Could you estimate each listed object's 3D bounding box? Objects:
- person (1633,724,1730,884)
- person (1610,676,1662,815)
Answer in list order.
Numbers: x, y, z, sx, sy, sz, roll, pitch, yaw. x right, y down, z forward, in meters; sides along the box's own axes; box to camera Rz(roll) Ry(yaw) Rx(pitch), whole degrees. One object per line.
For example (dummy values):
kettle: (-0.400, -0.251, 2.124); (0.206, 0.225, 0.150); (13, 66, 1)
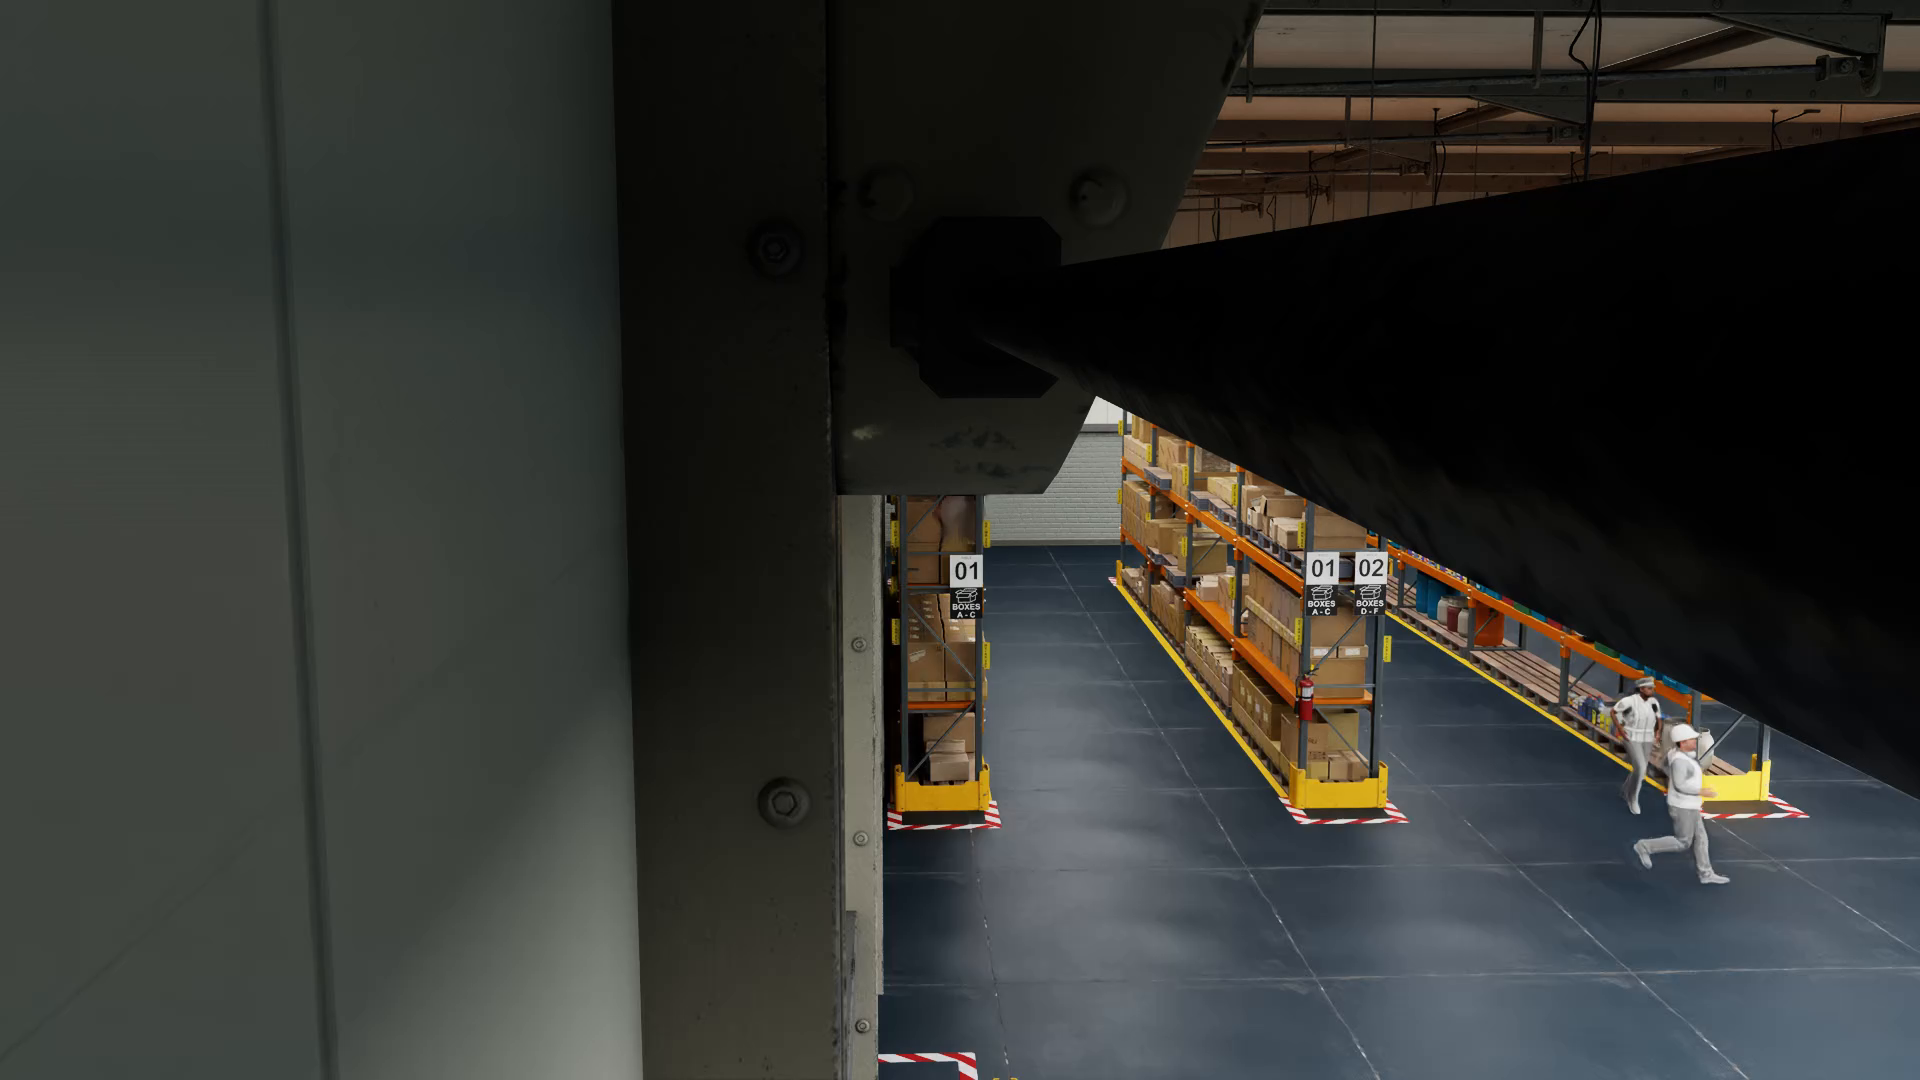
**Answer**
person: (7.818, 2.841, 17.924); (0.984, 1.743, 0.677); (4, 9, 23)
person: (8.371, 2.504, 20.502); (0.585, 1.709, 0.662); (-2, 9, -11)
